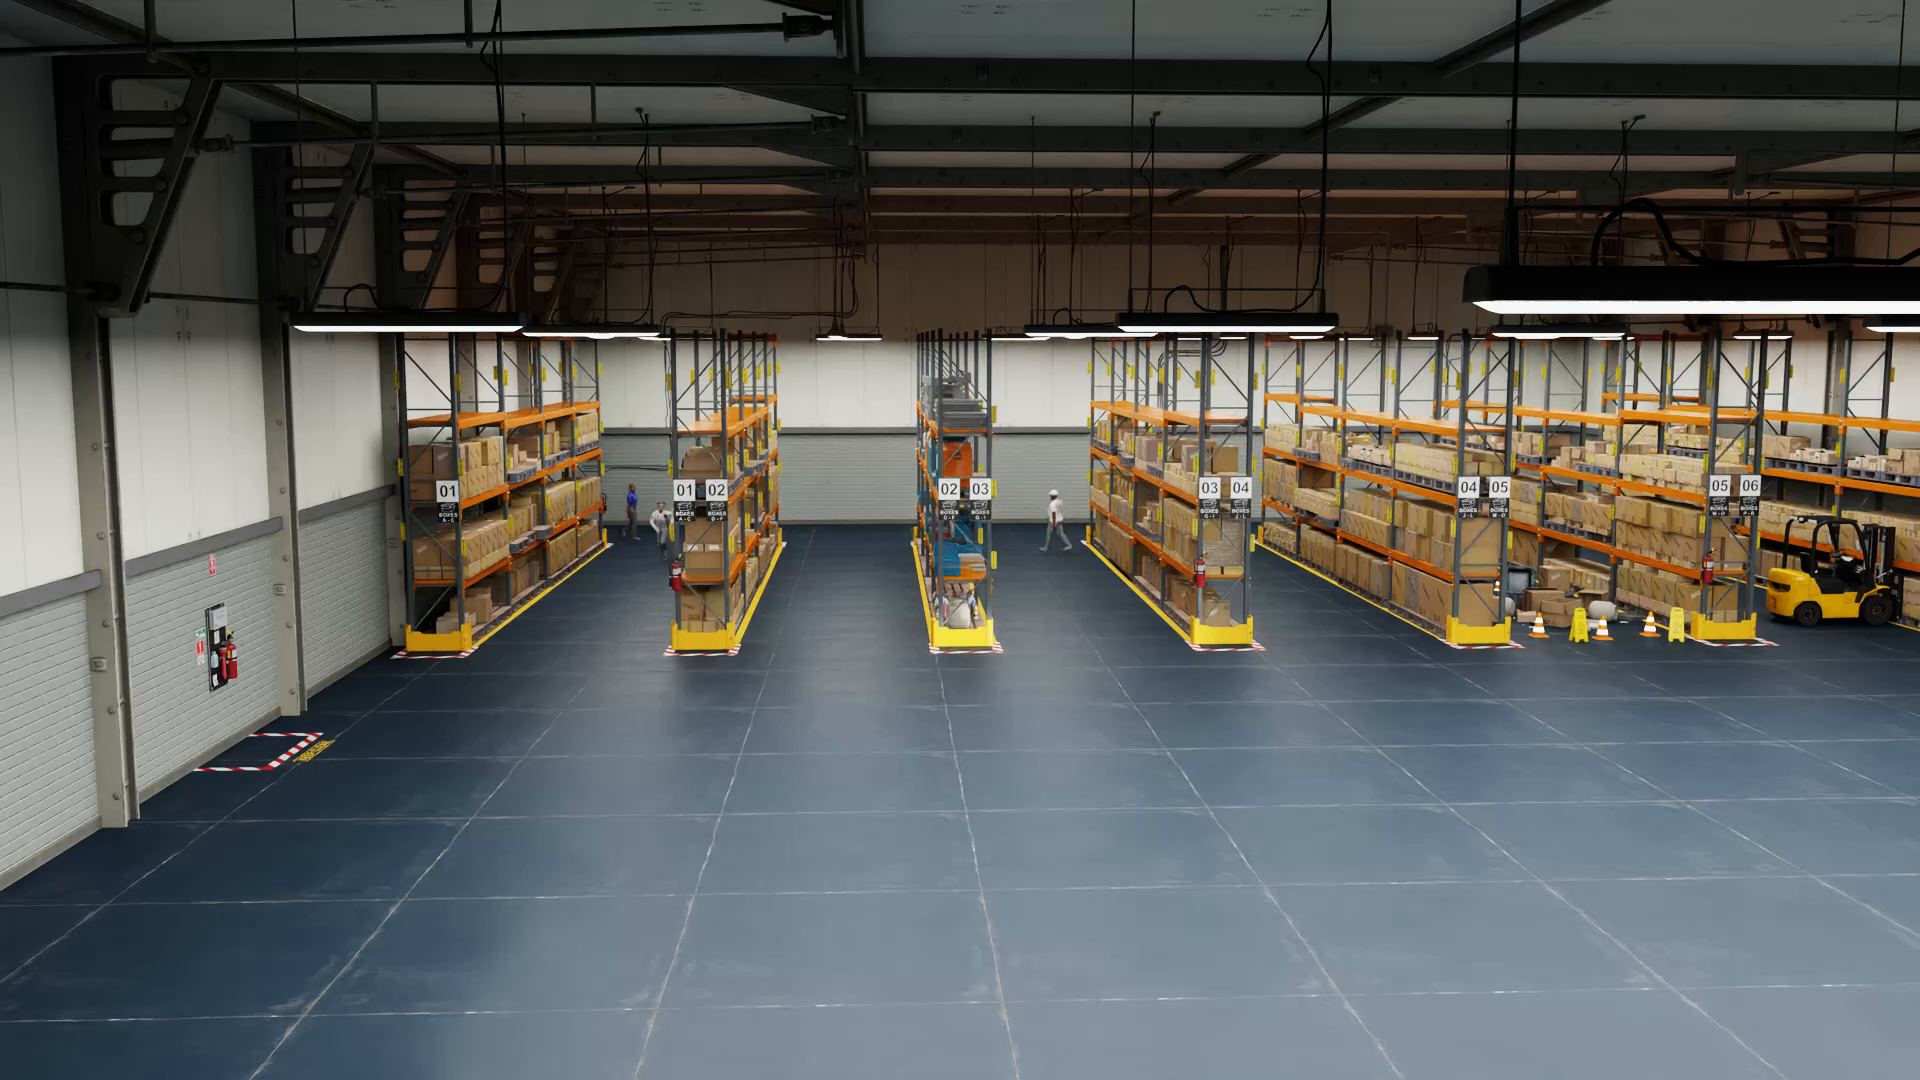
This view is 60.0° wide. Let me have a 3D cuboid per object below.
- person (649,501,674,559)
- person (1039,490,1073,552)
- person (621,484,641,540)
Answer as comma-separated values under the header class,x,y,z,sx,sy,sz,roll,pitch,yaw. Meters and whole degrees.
class,x,y,z,sx,sy,sz,roll,pitch,yaw
person,-7.889,-0.253,44.094,0.585,1.587,0.696,1,7,8
person,2.638,-0.510,45.670,1.002,1.744,0.603,4,8,32
person,-9.638,-0.830,48.561,0.617,1.644,0.435,0,7,-1
